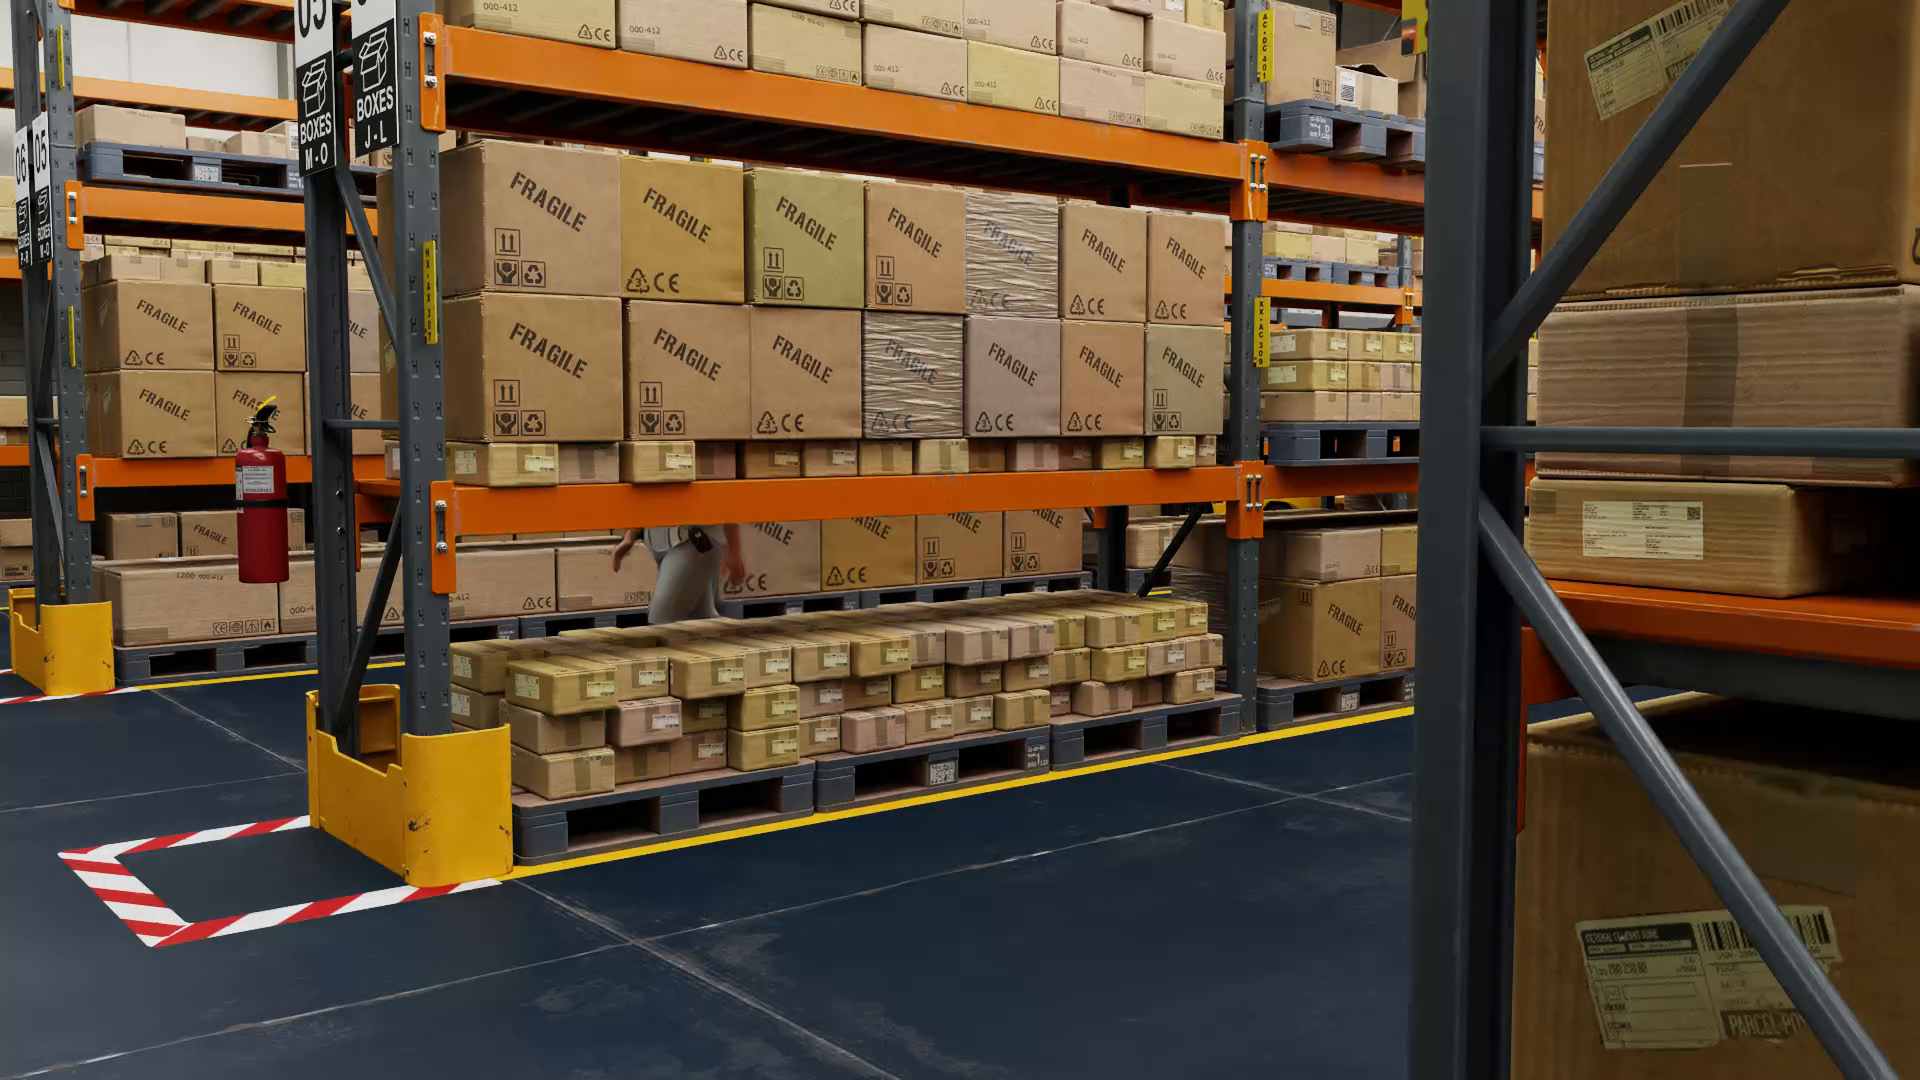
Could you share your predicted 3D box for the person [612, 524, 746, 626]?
[{"bbox_3d":[-1.454,0.026,8.315,0.956,1.735,0.593,-3,5,-36],"label":"person"}]
